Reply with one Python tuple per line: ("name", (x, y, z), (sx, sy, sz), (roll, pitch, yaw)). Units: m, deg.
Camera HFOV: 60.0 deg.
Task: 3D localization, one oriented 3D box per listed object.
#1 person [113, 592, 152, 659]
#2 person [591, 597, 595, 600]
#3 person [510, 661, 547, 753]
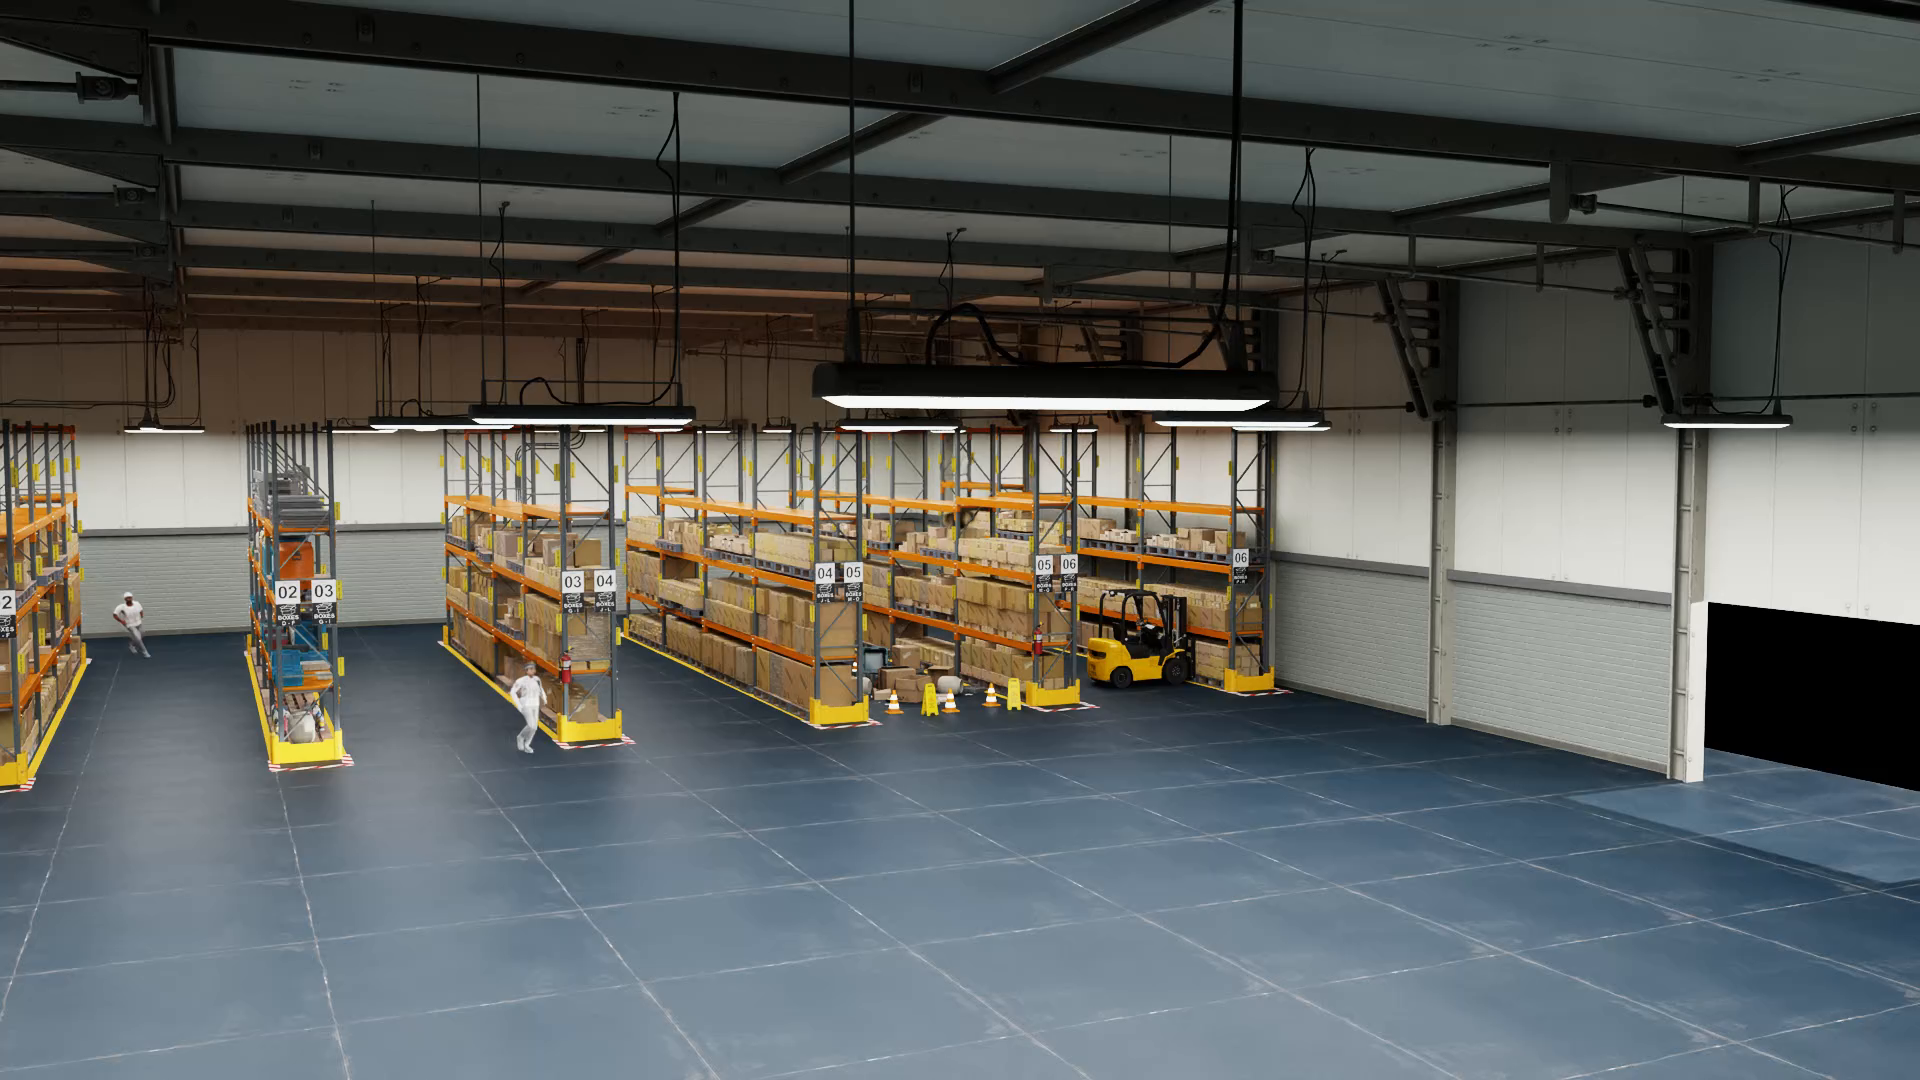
("person", (-21.363, 2.195, 42.808), (0.923, 1.725, 0.705), (2, 4, 30))
("person", (-9.887, 2.122, 45.268), (0.560, 1.578, 0.543), (-1, 4, -21))
("person", (-7.741, 3.015, 30.042), (0.529, 1.662, 0.628), (3, 5, 38))
